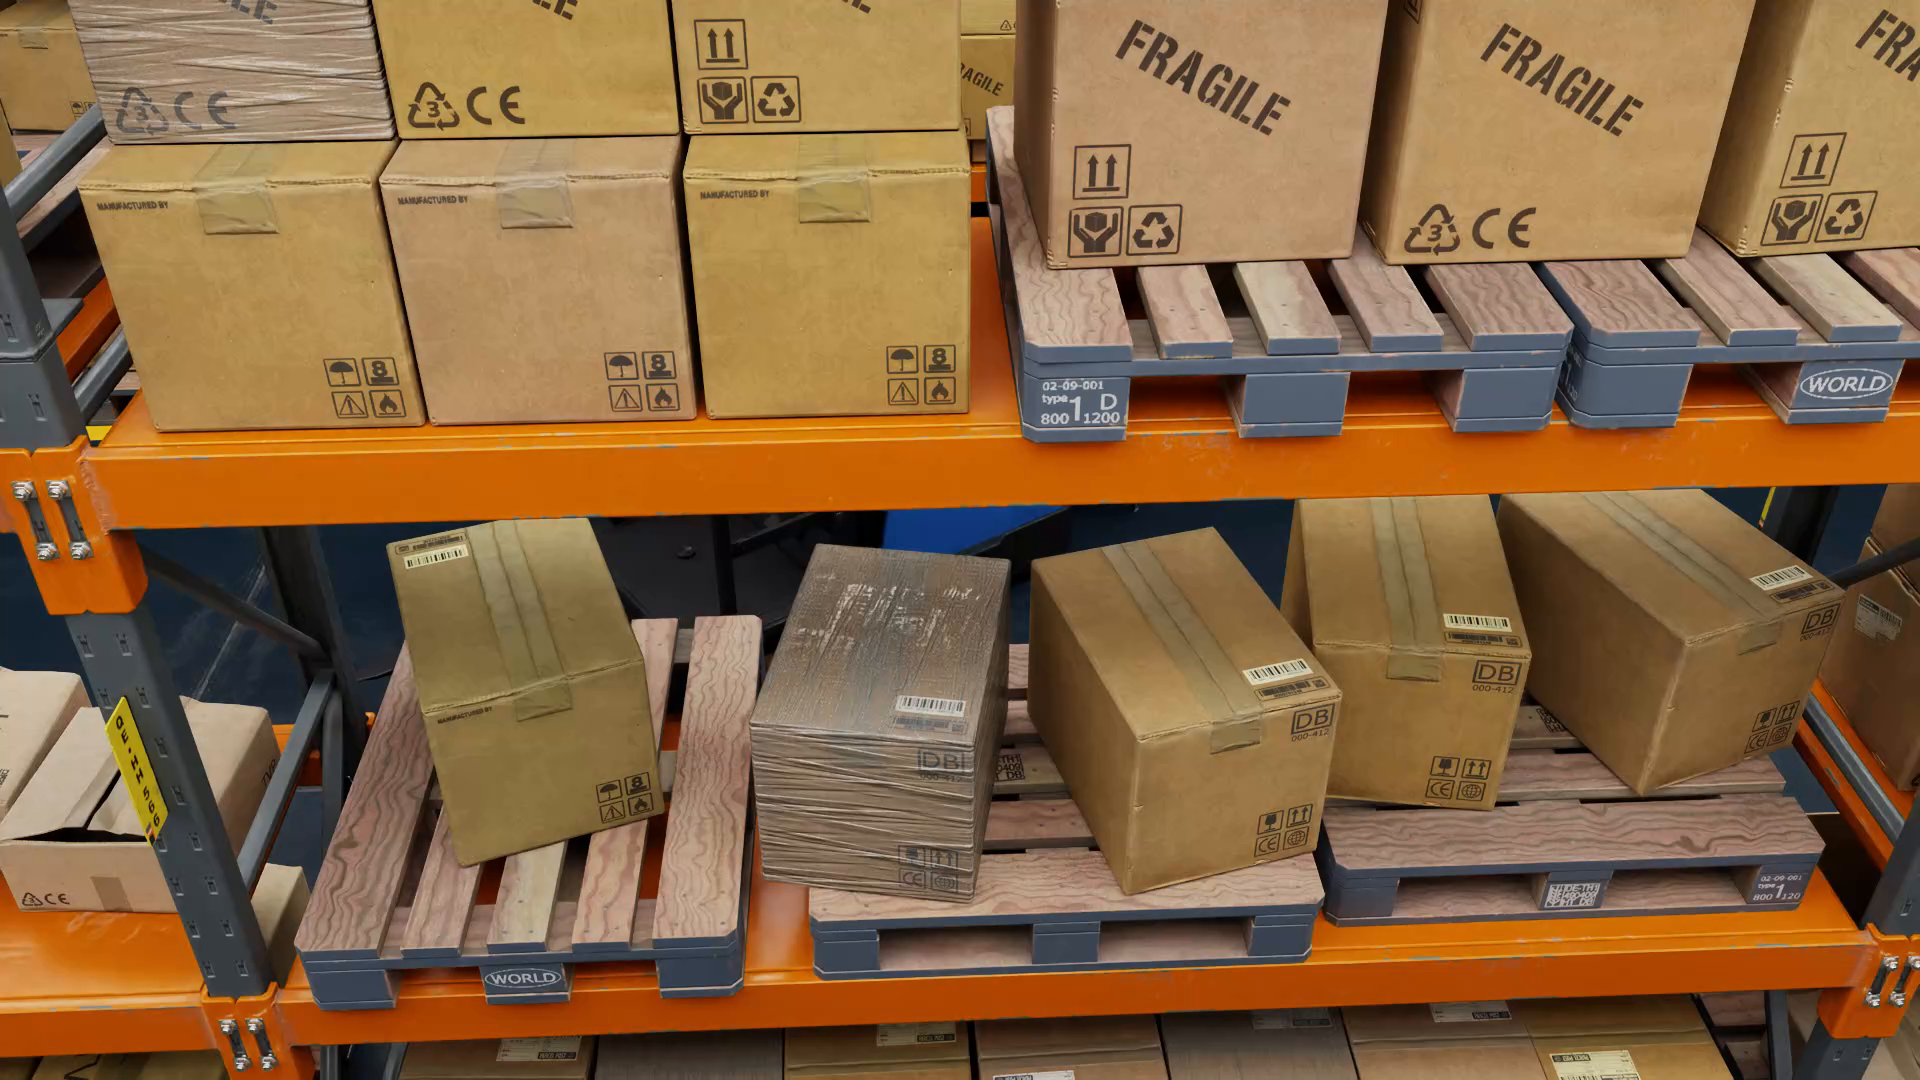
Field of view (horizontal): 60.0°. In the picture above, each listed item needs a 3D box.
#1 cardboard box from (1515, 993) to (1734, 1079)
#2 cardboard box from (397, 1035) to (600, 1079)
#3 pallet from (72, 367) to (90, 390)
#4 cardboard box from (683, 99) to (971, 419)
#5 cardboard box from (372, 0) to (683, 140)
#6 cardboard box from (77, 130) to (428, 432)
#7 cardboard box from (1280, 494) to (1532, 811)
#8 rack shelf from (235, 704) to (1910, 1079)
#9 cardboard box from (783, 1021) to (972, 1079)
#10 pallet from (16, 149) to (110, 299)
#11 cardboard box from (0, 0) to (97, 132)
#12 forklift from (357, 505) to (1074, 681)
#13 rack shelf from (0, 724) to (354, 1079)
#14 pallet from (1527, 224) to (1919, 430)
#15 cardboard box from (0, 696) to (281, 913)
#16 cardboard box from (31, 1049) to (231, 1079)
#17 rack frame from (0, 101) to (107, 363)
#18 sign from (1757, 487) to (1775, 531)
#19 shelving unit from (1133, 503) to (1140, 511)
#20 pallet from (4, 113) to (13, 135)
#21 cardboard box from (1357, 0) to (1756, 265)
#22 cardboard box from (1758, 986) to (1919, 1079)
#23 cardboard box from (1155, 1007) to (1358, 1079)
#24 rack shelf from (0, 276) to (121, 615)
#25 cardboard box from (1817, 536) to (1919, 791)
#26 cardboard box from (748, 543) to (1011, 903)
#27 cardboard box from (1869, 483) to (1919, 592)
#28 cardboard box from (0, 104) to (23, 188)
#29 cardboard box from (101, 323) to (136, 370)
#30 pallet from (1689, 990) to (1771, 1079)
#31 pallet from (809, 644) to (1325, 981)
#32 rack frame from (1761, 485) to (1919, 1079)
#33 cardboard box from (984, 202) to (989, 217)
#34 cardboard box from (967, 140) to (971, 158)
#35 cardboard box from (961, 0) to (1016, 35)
[{"bbox_3d":[1.801,1.553,4.680,0.500,0.500,0.500,-2,35,-2],"label":"cardboard box"},{"bbox_3d":[-1.247,1.635,4.561,0.500,0.500,0.500,0,35,0],"label":"cardboard box"},{"bbox_3d":[-5.171,-0.945,8.930,1.213,0.211,1.003,-2,35,-2],"label":"pallet"},{"bbox_3d":[-0.252,-0.695,3.395,0.500,0.500,0.910,-2,35,-2],"label":"cardboard box"},{"bbox_3d":[-0.769,-1.070,3.057,0.500,0.500,0.500,-2,35,-2],"label":"cardboard box"},{"bbox_3d":[-1.281,-0.667,3.355,0.500,0.500,0.910,-2,35,-2],"label":"cardboard box"},{"bbox_3d":[1.113,0.257,4.286,0.500,0.500,0.700,4,35,5],"label":"cardboard box"},{"bbox_3d":[0.283,0.880,4.475,4.000,0.370,1.077,-2,35,-2],"label":"rack shelf"},{"bbox_3d":[-0.223,1.607,4.602,0.500,0.500,0.500,-2,35,-3],"label":"cardboard box"},{"bbox_3d":[-2.388,-0.449,3.293,1.003,0.211,1.213,0,35,0],"label":"pallet"},{"bbox_3d":[-4.224,-2.333,8.011,0.500,0.500,0.700,3,35,4],"label":"cardboard box"},{"bbox_3d":[-0.977,-0.853,6.407,3.031,2.935,1.130,-23,41,-29],"label":"forklift"},{"bbox_3d":[-3.713,0.988,4.319,4.000,0.370,1.077,-2,35,-2],"label":"rack shelf"},{"bbox_3d":[1.626,-0.648,3.580,1.003,0.211,1.213,-2,35,-2],"label":"pallet"},{"bbox_3d":[-2.080,0.660,4.239,0.500,0.311,0.500,1,35,1],"label":"cardboard box"},{"bbox_3d":[-2.226,1.519,4.473,0.500,0.311,0.500,-1,35,-1],"label":"cardboard box"},{"bbox_3d":[-1.715,-1.829,2.485,0.127,3.000,1.000,-2,35,-2],"label":"rack frame"},{"bbox_3d":[2.247,-0.134,4.547,0.005,0.325,0.100,-2,35,-2],"label":"sign"},{"bbox_3d":[0.567,-1.080,7.466,0.503,2.100,0.431,-8,35,-11],"label":"shelving unit"},{"bbox_3d":[-5.178,-1.929,8.070,1.213,0.211,1.003,-2,35,-2],"label":"pallet"},{"bbox_3d":[1.108,-0.955,3.314,0.600,0.600,0.600,-2,35,-3],"label":"cardboard box"},{"bbox_3d":[2.710,1.567,4.827,0.500,0.311,0.500,-2,35,-2],"label":"cardboard box"},{"bbox_3d":[0.806,1.575,4.648,0.500,0.500,0.500,-1,35,-2],"label":"cardboard box"},{"bbox_3d":[-3.713,-0.246,3.466,4.000,0.370,1.077,-2,35,-2],"label":"rack shelf"},{"bbox_3d":[2.768,0.330,4.550,0.500,0.500,0.500,-1,35,-1],"label":"cardboard box"},{"bbox_3d":[-0.168,0.427,4.040,0.500,0.500,0.700,5,35,7],"label":"cardboard box"},{"bbox_3d":[2.774,-0.083,4.267,0.500,0.500,0.500,-1,35,-2],"label":"cardboard box"},{"bbox_3d":[-2.165,-0.662,3.198,0.500,0.250,0.500,-4,35,-6],"label":"cardboard box"},{"bbox_3d":[-4.189,-1.286,8.782,0.500,0.500,0.700,-1,35,-2],"label":"cardboard box"},{"bbox_3d":[2.967,1.659,5.168,1.213,0.211,1.003,-2,35,-2],"label":"pallet"},{"bbox_3d":[0.228,0.662,4.326,1.213,0.211,1.003,-2,35,-2],"label":"pallet"},{"bbox_3d":[2.281,0.530,4.348,0.127,3.000,1.000,-2,35,-2],"label":"rack frame"},{"bbox_3d":[0.512,-1.457,8.740,0.750,0.750,0.750,-1,35,-1],"label":"cardboard box"},{"bbox_3d":[-0.082,-2.007,8.218,0.250,0.149,0.380,-1,35,-2],"label":"cardboard box"},{"bbox_3d":[0.058,-2.571,7.804,0.500,0.250,0.500,-2,35,-3],"label":"cardboard box"}]
